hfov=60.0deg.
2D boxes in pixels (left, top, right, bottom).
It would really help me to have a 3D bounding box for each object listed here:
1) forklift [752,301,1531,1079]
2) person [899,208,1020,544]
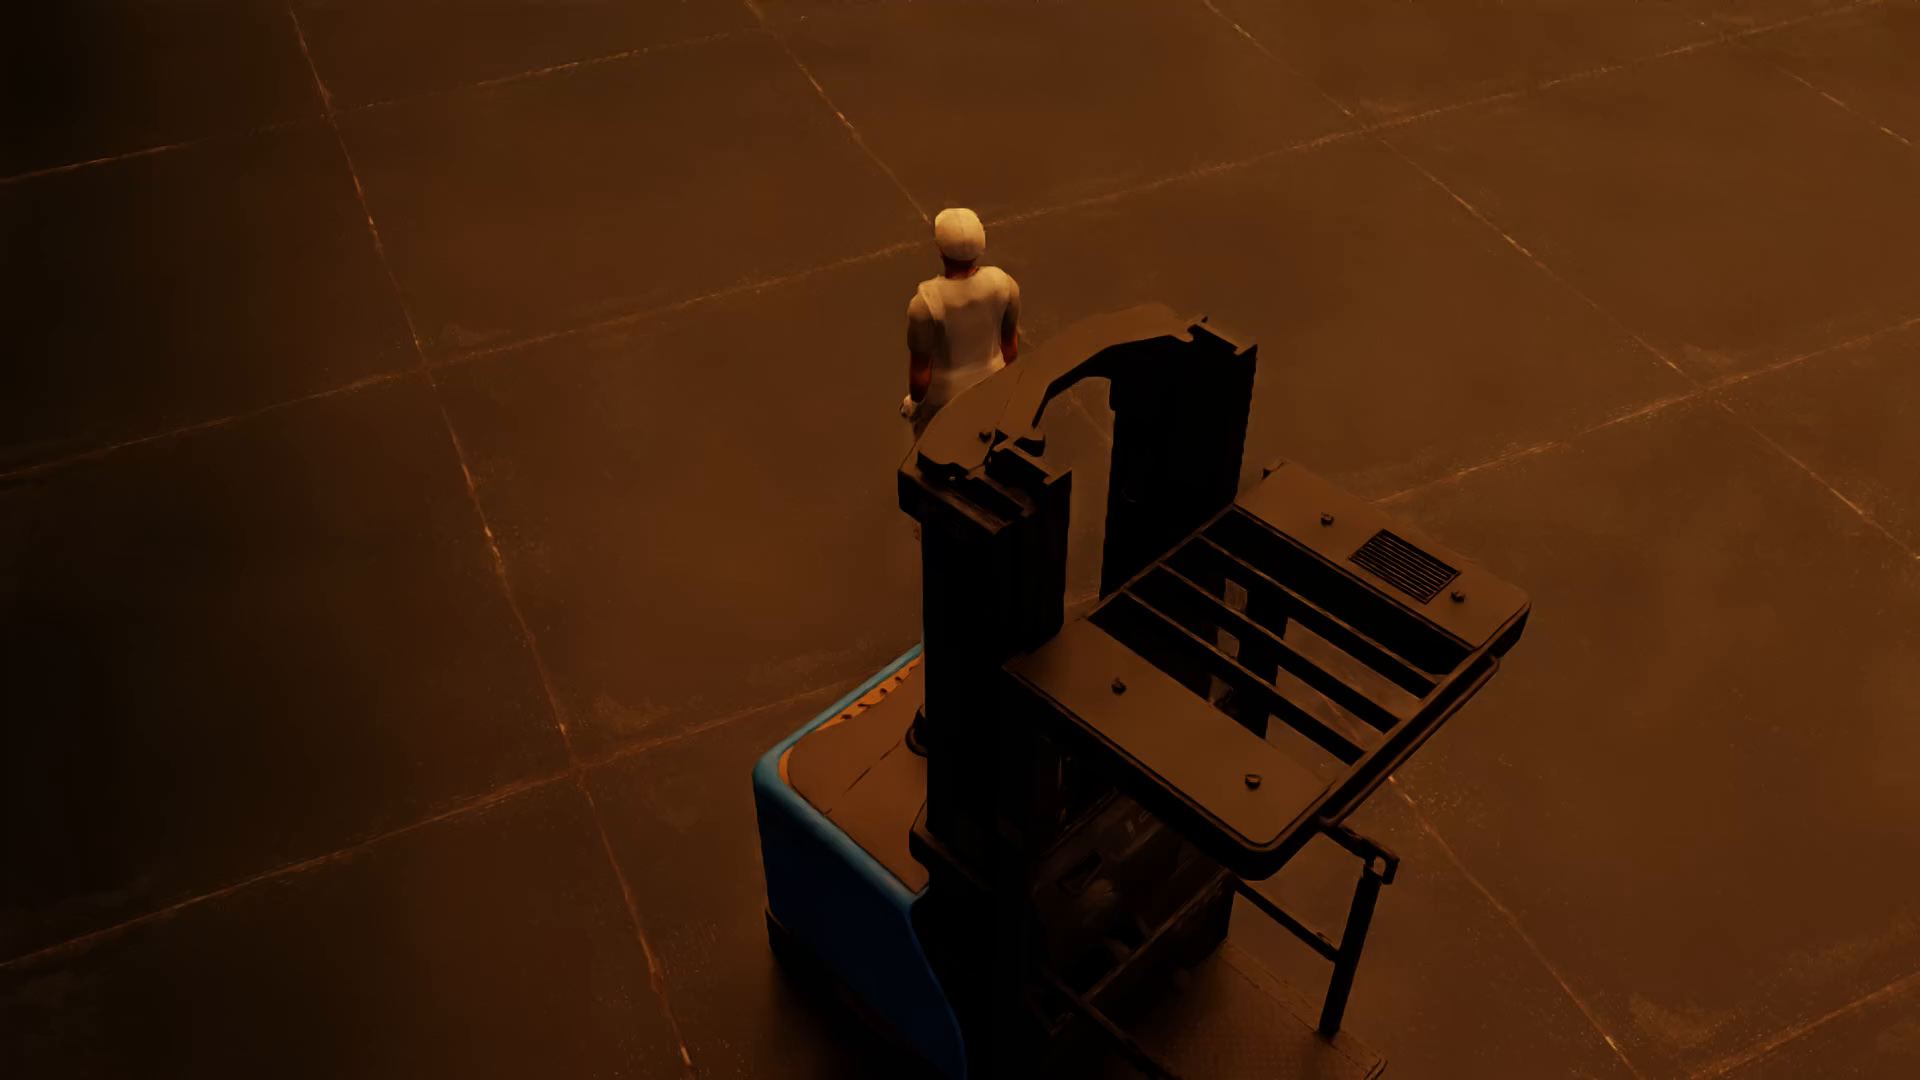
[{"bbox_3d":[0.693,0.932,4.682,1.130,2.935,3.031,-34,53,-31],"label":"forklift"},{"bbox_3d":[-0.010,-0.668,7.231,0.540,1.795,0.349,-18,46,-18],"label":"person"}]
